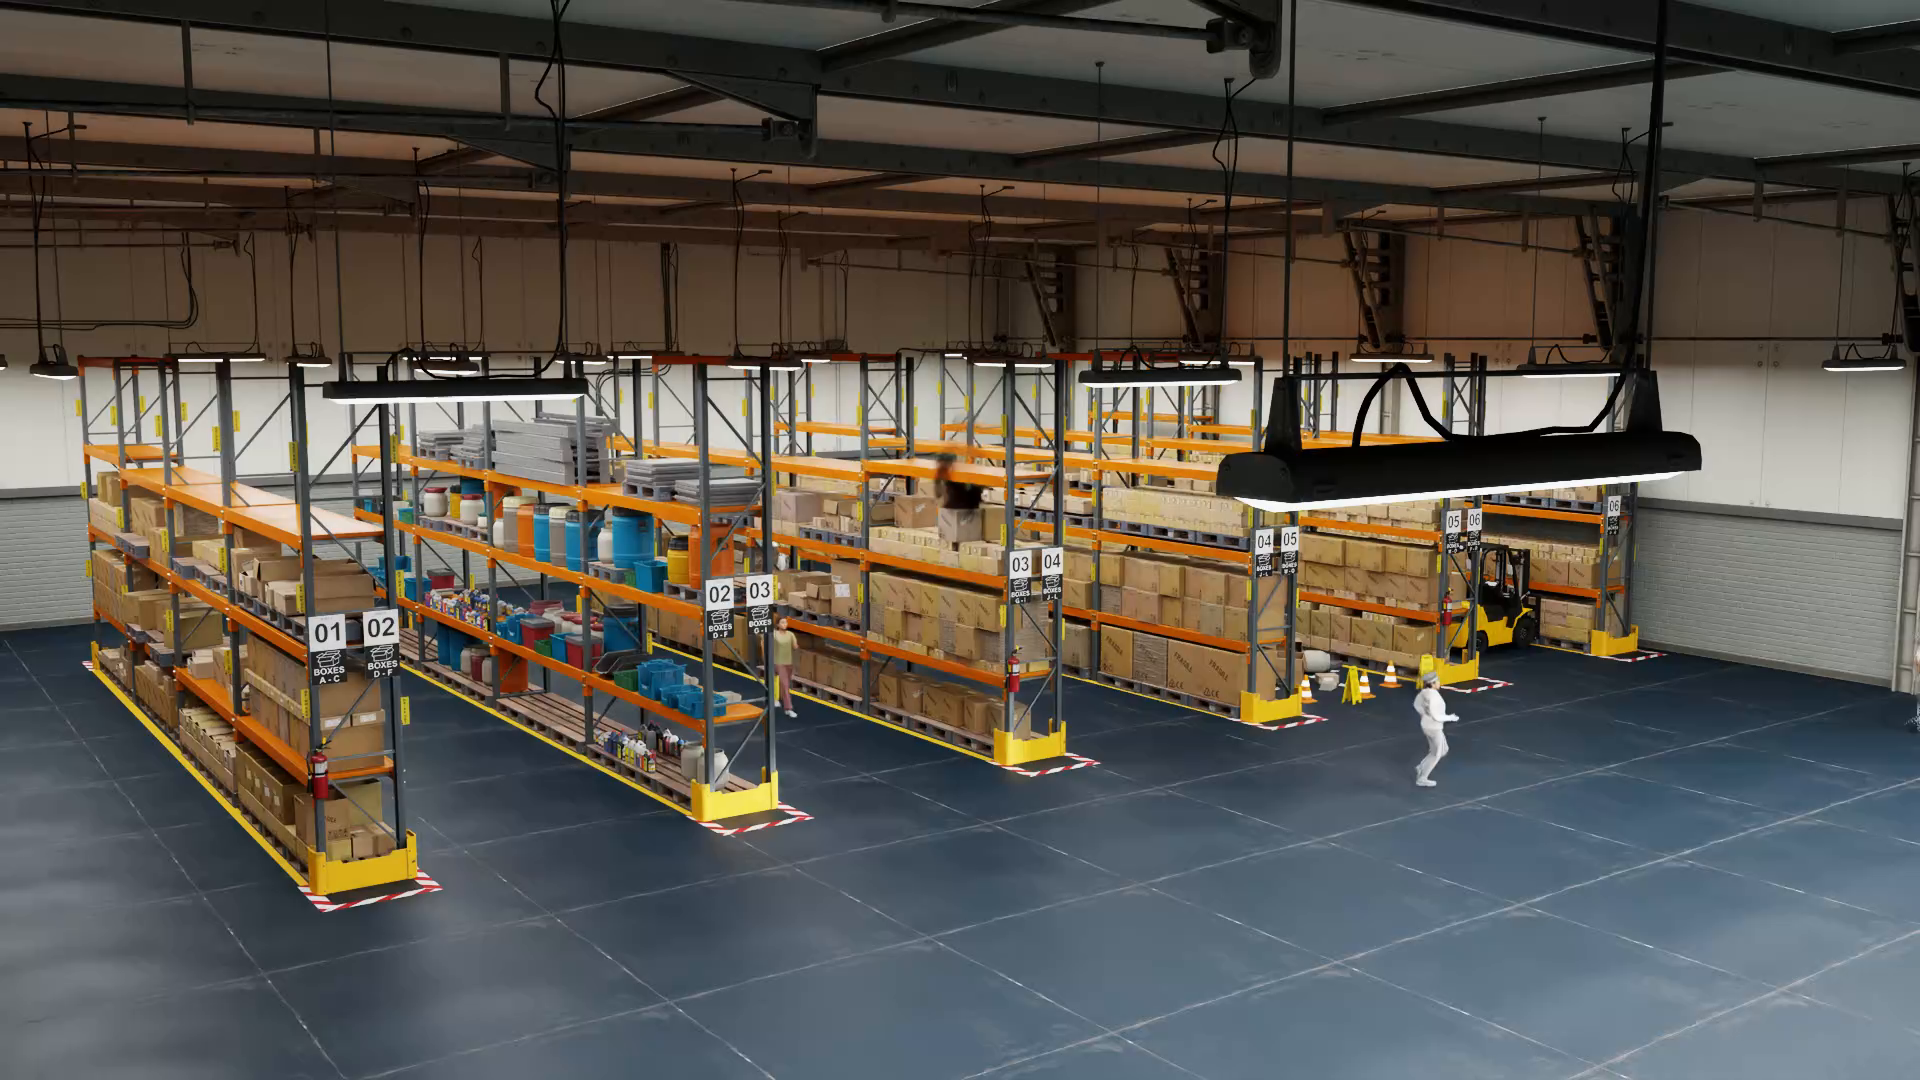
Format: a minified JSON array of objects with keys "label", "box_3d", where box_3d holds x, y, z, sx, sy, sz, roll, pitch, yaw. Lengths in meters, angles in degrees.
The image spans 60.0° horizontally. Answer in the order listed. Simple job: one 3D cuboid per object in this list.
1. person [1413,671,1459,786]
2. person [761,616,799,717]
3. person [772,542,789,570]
[{"label":"person","box_3d":[6.733,2.657,23.502,0.554,1.650,0.602,0,7,3]},{"label":"person","box_3d":[-2.981,2.099,27.991,0.574,1.636,0.969,-5,9,-38]},{"label":"person","box_3d":[-4.125,0.892,37.795,0.683,1.724,0.694,-4,8,-28]}]
